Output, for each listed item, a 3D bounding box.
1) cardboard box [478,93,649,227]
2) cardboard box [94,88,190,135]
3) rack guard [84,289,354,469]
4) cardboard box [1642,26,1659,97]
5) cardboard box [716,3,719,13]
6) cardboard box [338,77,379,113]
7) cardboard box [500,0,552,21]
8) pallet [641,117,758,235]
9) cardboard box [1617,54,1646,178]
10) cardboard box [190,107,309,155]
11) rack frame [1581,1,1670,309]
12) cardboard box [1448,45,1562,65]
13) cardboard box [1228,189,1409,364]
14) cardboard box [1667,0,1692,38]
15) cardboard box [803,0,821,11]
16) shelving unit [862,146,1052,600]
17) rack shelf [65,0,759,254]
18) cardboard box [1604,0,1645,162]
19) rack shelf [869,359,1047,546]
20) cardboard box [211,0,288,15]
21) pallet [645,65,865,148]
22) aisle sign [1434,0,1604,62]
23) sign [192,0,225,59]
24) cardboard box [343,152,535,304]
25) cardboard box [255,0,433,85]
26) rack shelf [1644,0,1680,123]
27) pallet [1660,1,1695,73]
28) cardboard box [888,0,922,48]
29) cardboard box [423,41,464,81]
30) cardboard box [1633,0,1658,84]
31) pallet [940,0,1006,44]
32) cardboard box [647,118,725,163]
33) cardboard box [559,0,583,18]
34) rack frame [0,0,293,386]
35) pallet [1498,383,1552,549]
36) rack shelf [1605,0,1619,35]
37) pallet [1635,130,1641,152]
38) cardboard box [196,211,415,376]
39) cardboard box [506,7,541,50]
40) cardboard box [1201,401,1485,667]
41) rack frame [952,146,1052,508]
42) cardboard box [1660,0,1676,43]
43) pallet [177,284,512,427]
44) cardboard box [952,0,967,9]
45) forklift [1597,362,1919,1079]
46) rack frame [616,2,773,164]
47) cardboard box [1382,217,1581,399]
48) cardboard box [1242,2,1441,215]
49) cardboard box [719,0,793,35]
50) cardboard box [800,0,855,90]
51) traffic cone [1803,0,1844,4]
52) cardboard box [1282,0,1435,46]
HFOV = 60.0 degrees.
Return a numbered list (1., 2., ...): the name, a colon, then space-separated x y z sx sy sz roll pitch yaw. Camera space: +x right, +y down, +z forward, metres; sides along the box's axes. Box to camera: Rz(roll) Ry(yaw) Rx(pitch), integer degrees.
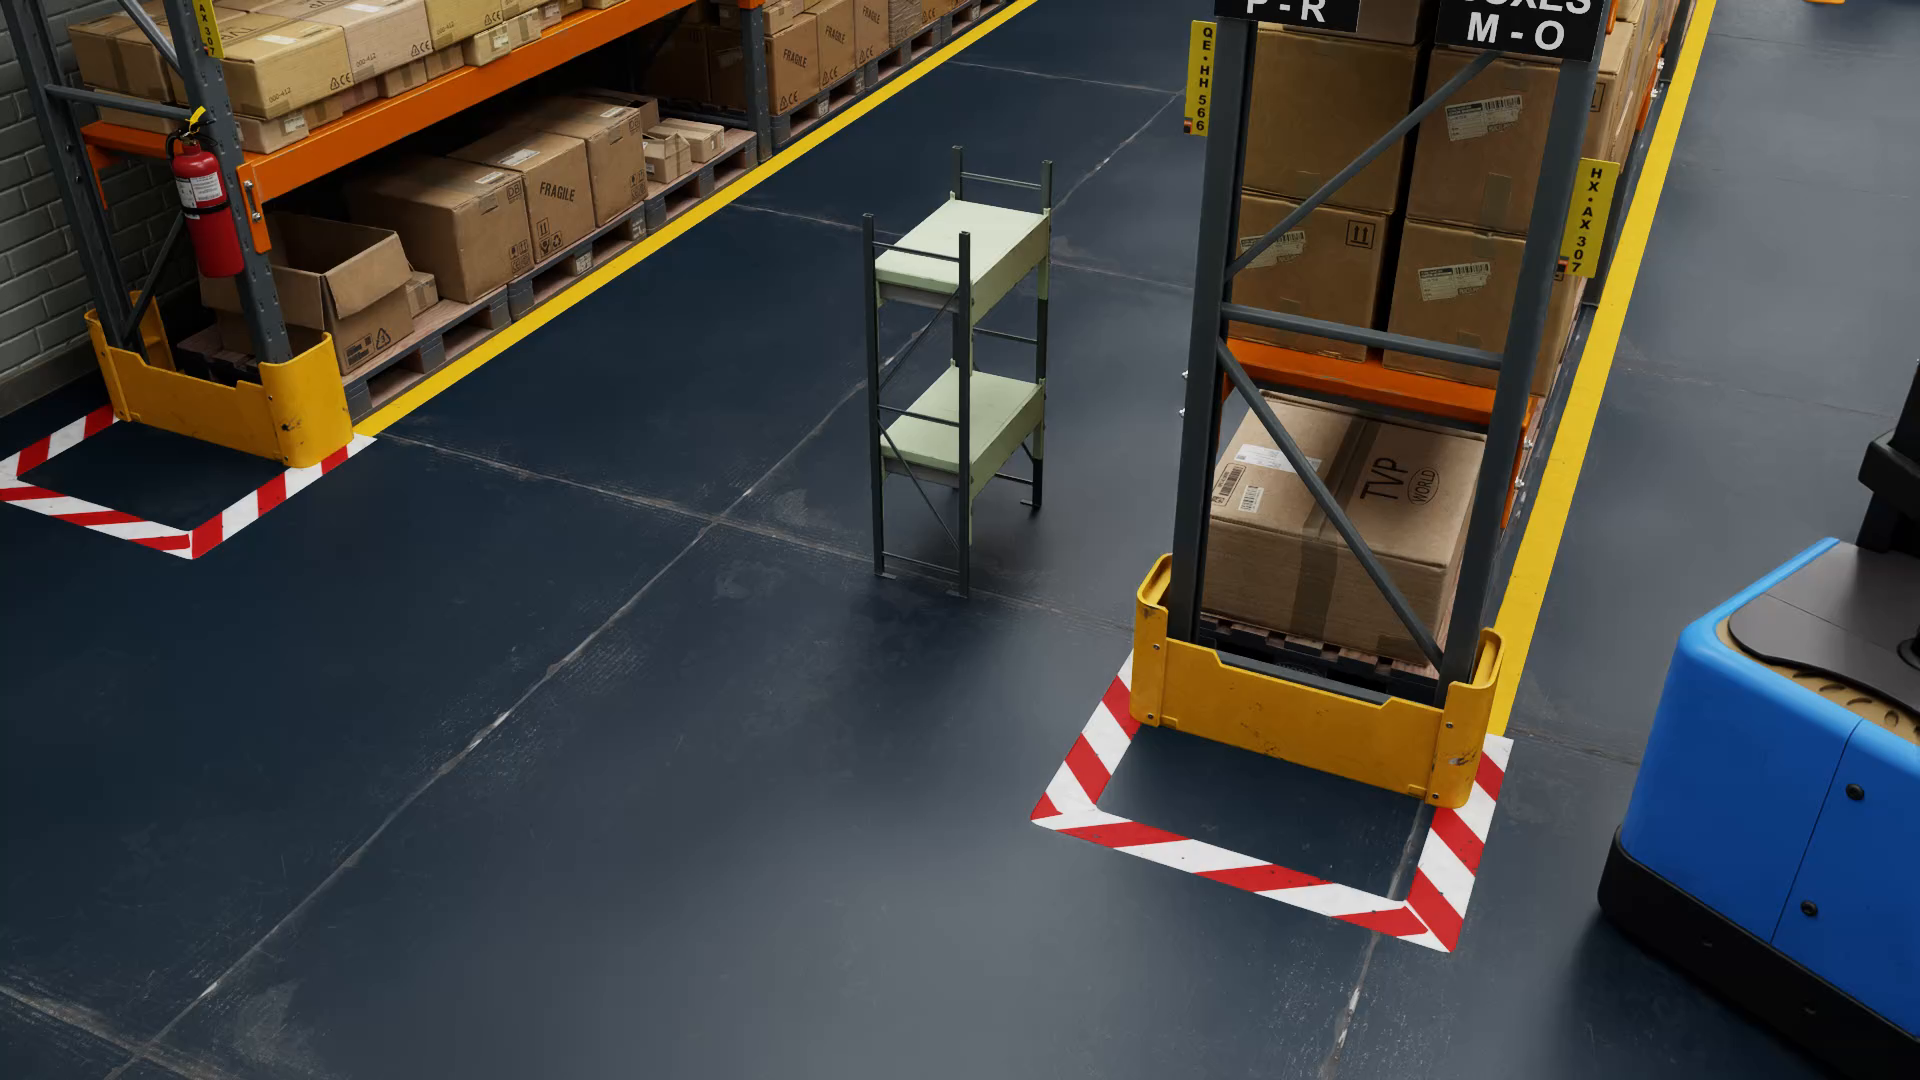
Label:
1. cardboard box: -2.156 -2.082 9.086 0.700 0.500 0.500 13 35 19
2. cardboard box: -3.431 -1.856 7.074 0.380 0.149 0.250 14 36 20
3. rack guard: -3.294 -0.727 7.403 1.175 0.500 0.348 14 36 20
4. cardboard box: 2.686 -2.085 7.102 0.500 0.500 0.500 13 36 19
5. cardboard box: -1.655 -3.510 10.673 0.380 0.149 0.250 14 36 21
6. cardboard box: -2.796 -2.006 7.303 0.380 0.149 0.250 14 36 20
7. cardboard box: -2.277 -2.724 8.035 0.500 0.250 0.500 13 36 19
8. pallet: -1.940 -2.219 9.941 1.003 0.211 1.213 14 36 20
9. cardboard box: 2.256 -1.574 6.323 0.500 0.500 0.500 15 36 22
10. cardboard box: -2.939 -1.730 6.882 0.380 0.149 0.250 14 36 20
11. rack frame: 2.858 -2.590 7.964 1.000 3.000 0.127 14 36 20
12. cardboard box: 1.584 -1.442 4.619 0.380 0.149 0.250 15 36 21
13. cardboard box: 1.146 -0.940 5.358 0.500 0.500 0.500 14 36 21
14. cardboard box: 4.777 -3.938 12.033 0.950 0.372 0.625 12 35 17
15. cardboard box: -1.118 -3.532 10.706 0.380 0.149 0.250 12 35 18
16. shelving unit: 0.003 -0.631 6.344 0.431 1.500 0.755 14 36 20
17. rack shelf: -2.489 -2.430 8.376 1.077 0.370 4.000 14 36 20
18. cardboard box: 1.854 -1.490 5.284 0.500 0.500 0.500 13 35 19
19. rack shelf: 0.003 -0.358 6.523 0.431 0.370 0.720 14 36 20
20. cardboard box: -3.157 -2.343 7.453 0.500 0.250 0.500 14 36 21
21. pallet: -1.346 -2.974 11.094 1.003 0.211 1.213 14 36 20
22. aisle sign: 1.418 -1.582 4.057 0.394 0.787 0.004 14 36 20
23. sign: -2.833 -1.972 6.233 0.100 0.325 0.005 14 36 20
24. cardboard box: -2.591 -1.565 8.297 0.700 0.500 0.500 16 36 22
25. cardboard box: -2.680 -2.212 7.253 0.500 0.250 0.500 15 36 21
26. rack shelf: 3.695 -3.285 9.681 1.077 0.370 4.000 14 36 20
27. pallet: 4.860 -3.805 12.360 1.003 0.211 1.213 14 36 20
28. cardboard box: -0.596 -3.818 11.734 0.500 0.500 0.500 13 35 19
29. cardboard box: -2.529 -2.252 7.678 0.380 0.149 0.250 15 36 21
30. cardboard box: 2.270 -1.997 6.057 0.500 0.500 0.500 14 36 21
31. pallet: -0.325 -4.190 12.947 1.003 0.211 1.213 14 36 20
32. cardboard box: -1.618 -2.365 9.839 0.380 0.149 0.250 13 35 19
33. cardboard box: -2.157 -2.774 8.475 0.380 0.149 0.250 15 36 21
34. rack frame: -3.326 -1.735 6.660 1.000 3.000 0.127 14 36 20
35. pallet: 1.960 -0.453 7.249 1.003 0.211 1.213 14 36 20
36. rack shelf: 2.021 -2.547 5.820 1.077 0.370 4.000 14 36 20
37. pallet: 3.621 -2.435 10.271 1.003 0.211 1.213 14 36 20
38. cardboard box: -2.984 -1.149 7.661 0.797 0.503 0.637 13 35 19
39. cardboard box: -2.263 -2.496 8.051 0.380 0.149 0.250 15 36 22
40. cardboard box: 1.370 -0.053 6.050 0.875 0.438 0.875 13 35 19
41. rack frame: 0.156 -0.813 6.622 0.400 1.500 0.023 14 36 20
42. cardboard box: 3.282 -2.686 8.247 0.500 0.250 0.500 13 36 19
43. pallet: -2.961 -1.003 8.088 1.003 0.211 1.213 14 36 20
44. cardboard box: -0.179 -4.342 12.534 0.500 0.500 0.500 14 36 20
45. forklift: 3.381 -0.374 4.647 3.031 2.935 1.130 -23 40 -31
46. rack frame: -1.652 -3.727 9.698 1.000 3.000 0.127 14 36 20
47. cardboard box: 1.646 -0.813 5.163 0.500 0.500 0.500 14 36 20
48. cardboard box: 1.170 -1.352 5.074 0.500 0.500 0.500 15 36 22
49. cardboard box: -1.260 -3.246 10.270 0.380 0.149 0.250 16 36 23
50. cardboard box: -1.031 -3.314 10.965 0.500 0.500 0.500 14 36 20
51. traffic cone: 6.958 -4.575 13.305 0.336 0.463 0.334 14 36 20
52. cardboard box: 1.153 -1.554 4.789 0.380 0.149 0.250 15 36 21
